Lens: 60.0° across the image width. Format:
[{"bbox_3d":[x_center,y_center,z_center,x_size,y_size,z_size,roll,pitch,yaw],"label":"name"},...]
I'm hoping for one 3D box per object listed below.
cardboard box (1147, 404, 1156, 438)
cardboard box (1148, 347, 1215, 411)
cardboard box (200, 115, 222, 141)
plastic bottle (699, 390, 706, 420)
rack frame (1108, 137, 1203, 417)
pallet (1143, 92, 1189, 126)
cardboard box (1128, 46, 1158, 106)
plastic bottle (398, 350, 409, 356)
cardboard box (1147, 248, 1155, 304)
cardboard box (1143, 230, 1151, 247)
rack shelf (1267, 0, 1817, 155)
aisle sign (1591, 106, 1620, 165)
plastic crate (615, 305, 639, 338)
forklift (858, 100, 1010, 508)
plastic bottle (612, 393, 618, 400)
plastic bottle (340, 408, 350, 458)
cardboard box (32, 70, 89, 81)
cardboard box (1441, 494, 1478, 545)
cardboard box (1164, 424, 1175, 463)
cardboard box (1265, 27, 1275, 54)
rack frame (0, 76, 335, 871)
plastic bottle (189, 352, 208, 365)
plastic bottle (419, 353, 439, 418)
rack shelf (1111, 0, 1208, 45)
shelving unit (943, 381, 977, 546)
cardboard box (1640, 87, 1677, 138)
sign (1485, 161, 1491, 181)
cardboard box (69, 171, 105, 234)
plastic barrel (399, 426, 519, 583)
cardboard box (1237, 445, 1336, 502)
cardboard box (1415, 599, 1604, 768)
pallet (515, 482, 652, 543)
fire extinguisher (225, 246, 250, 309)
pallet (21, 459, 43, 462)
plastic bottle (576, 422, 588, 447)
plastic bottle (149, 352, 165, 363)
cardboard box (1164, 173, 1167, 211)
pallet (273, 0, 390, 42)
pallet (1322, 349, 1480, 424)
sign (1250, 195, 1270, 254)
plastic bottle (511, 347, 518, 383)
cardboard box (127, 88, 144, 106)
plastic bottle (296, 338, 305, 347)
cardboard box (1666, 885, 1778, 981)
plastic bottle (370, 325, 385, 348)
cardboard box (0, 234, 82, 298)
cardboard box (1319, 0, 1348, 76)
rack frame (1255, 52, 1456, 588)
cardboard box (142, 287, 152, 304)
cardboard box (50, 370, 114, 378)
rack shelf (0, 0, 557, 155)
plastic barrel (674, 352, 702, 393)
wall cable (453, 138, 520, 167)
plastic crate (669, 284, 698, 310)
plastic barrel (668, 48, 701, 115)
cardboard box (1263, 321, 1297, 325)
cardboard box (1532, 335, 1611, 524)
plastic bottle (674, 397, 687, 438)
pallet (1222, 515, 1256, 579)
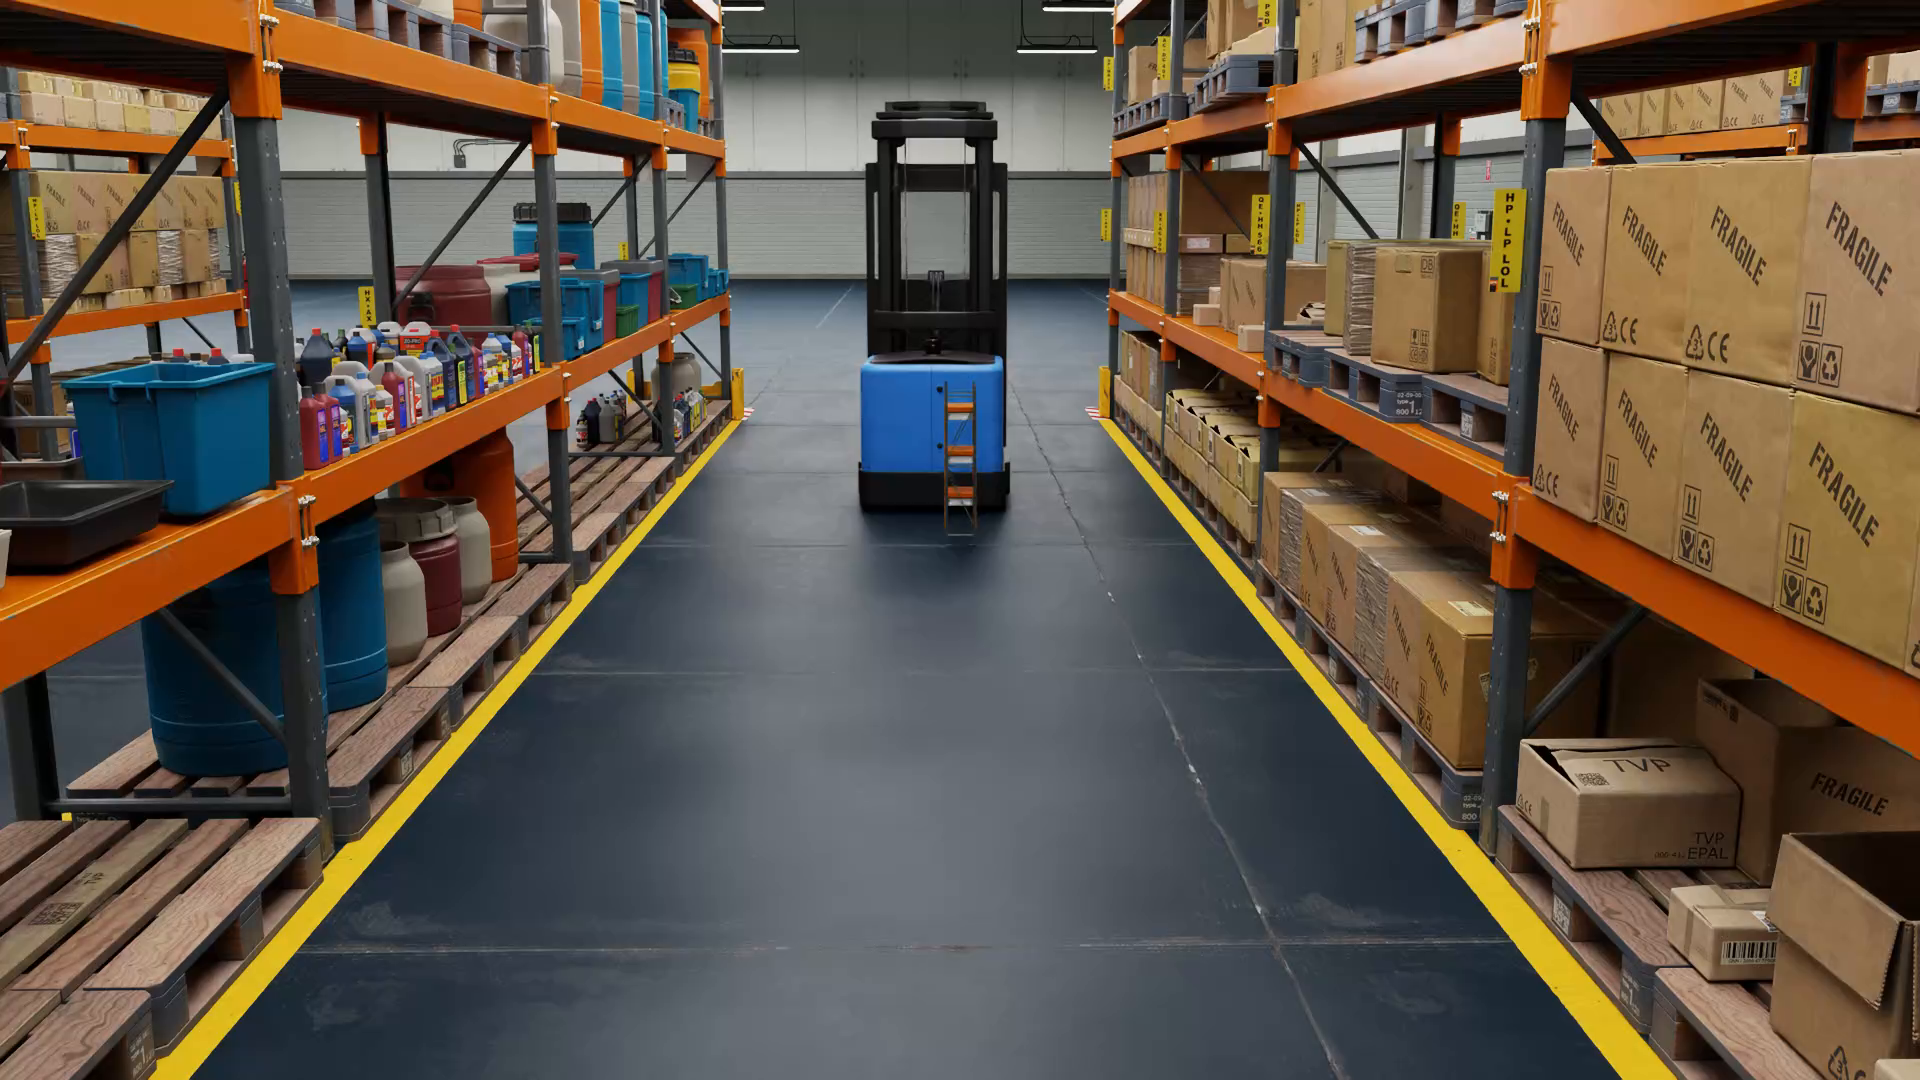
[{"bbox_3d":[1.912,-1.031,14.456,0.500,0.250,0.500,0,11,-1],"label":"cardboard box"},{"bbox_3d":[1.913,-1.399,14.382,0.500,0.500,0.500,0,11,-1],"label":"cardboard box"},{"bbox_3d":[-7.583,-4.039,16.256,0.500,0.250,0.500,0,11,0],"label":"cardboard box"},{"bbox_3d":[-2.398,-1.255,15.429,0.061,0.283,0.133,0,11,0],"label":"plastic bottle"},{"bbox_3d":[2.057,-2.777,17.204,1.000,3.000,0.127,0,11,-1],"label":"rack frame"},{"bbox_3d":[2.097,-3.578,13.830,1.003,0.211,1.213,0,11,-1],"label":"pallet"},{"bbox_3d":[1.818,-4.239,15.207,0.500,0.500,0.500,0,11,-1],"label":"cardboard box"},{"bbox_3d":[-2.423,-0.694,7.260,0.097,0.271,0.097,0,11,0],"label":"plastic bottle"},{"bbox_3d":[2.089,-2.426,15.219,0.700,0.500,0.500,0,11,1],"label":"cardboard box"},{"bbox_3d":[1.881,-2.760,15.234,0.380,0.149,0.250,0,11,-1],"label":"cardboard box"},{"bbox_3d":[2.264,-1.907,7.179,1.077,0.370,4.000,0,11,-1],"label":"rack shelf"},{"bbox_3d":[6.709,-4.085,17.114,0.394,0.787,0.004,0,11,-1],"label":"aisle sign"},{"bbox_3d":[-2.494,-1.514,11.508,0.450,0.188,0.662,0,11,-1],"label":"plastic crate"},{"bbox_3d":[-0.173,-1.915,13.125,1.130,2.935,3.031,0,11,1],"label":"forklift"},{"bbox_3d":[-3.162,-1.206,15.216,0.097,0.271,0.097,0,11,0],"label":"plastic bottle"},{"bbox_3d":[-2.251,-0.399,5.980,0.097,0.201,0.097,0,11,0],"label":"plastic bottle"},{"bbox_3d":[-8.086,-4.351,15.159,0.500,0.500,0.500,0,11,-1],"label":"cardboard box"},{"bbox_3d":[2.507,-0.145,7.526,0.500,0.250,0.500,0,11,-2],"label":"cardboard box"},{"bbox_3d":[1.901,-0.759,13.116,0.500,0.250,0.500,-1,11,-3],"label":"cardboard box"},{"bbox_3d":[2.128,-2.983,9.997,0.500,0.250,0.500,0,11,0],"label":"cardboard box"},{"bbox_3d":[-2.647,-0.372,5.349,1.000,3.000,0.127,0,11,-1],"label":"rack frame"},{"bbox_3d":[-2.849,-0.530,6.251,0.144,0.351,0.185,0,11,-1],"label":"plastic bottle"},{"bbox_3d":[-2.275,-0.656,7.072,0.097,0.271,0.097,0,11,0],"label":"plastic bottle"},{"bbox_3d":[2.099,-4.771,14.759,1.077,0.370,4.000,0,11,-1],"label":"rack shelf"},{"bbox_3d":[0.001,-0.504,10.902,0.215,1.050,0.252,0,11,-1],"label":"shelving unit"},{"bbox_3d":[6.757,-4.049,15.629,0.500,0.500,0.500,0,11,1],"label":"cardboard box"},{"bbox_3d":[7.852,-5.485,24.720,0.001,0.298,0.199,0,11,-1],"label":"sign"},{"bbox_3d":[-7.531,-2.817,13.884,0.500,0.500,0.500,0,11,-1],"label":"cardboard box"},{"bbox_3d":[-2.702,-0.212,8.963,0.600,0.830,0.708,0,11,-1],"label":"plastic barrel"},{"bbox_3d":[1.966,-0.423,10.049,0.500,0.311,0.500,0,11,0],"label":"cardboard box"},{"bbox_3d":[2.009,0.521,6.128,0.500,0.500,0.500,0,11,-1],"label":"cardboard box"},{"bbox_3d":[-2.729,-0.197,11.498,1.003,0.211,1.213,0,11,-1],"label":"pallet"},{"bbox_3d":[-7.388,-2.724,17.136,0.296,0.674,0.183,0,11,-1],"label":"fire extinguisher"},{"bbox_3d":[-7.747,-0.421,12.602,1.003,0.211,1.213,0,11,-1],"label":"pallet"},{"bbox_3d":[-3.131,-0.877,13.771,0.097,0.201,0.097,0,11,0],"label":"plastic bottle"},{"bbox_3d":[-2.993,-0.529,6.248,0.144,0.351,0.185,0,11,-1],"label":"plastic bottle"},{"bbox_3d":[2.113,-2.855,14.075,0.700,0.500,0.500,0,11,-1],"label":"cardboard box"},{"bbox_3d":[-2.761,-1.905,5.836,1.213,0.211,1.003,0,11,-1],"label":"pallet"},{"bbox_3d":[2.268,-0.706,7.479,1.003,0.211,1.213,0,11,-1],"label":"pallet"},{"bbox_3d":[1.668,-1.751,9.235,0.100,0.325,0.005,0,11,-1],"label":"sign"},{"bbox_3d":[-2.304,-0.903,8.466,0.097,0.201,0.097,0,11,0],"label":"plastic bottle"},{"bbox_3d":[-7.550,-3.962,14.874,0.380,0.149,0.250,-1,11,-4],"label":"cardboard box"},{"bbox_3d":[-3.066,-0.793,7.716,0.061,0.283,0.133,0,11,-1],"label":"plastic bottle"},{"bbox_3d":[2.126,1.037,4.421,0.380,0.166,0.250,0,11,-1],"label":"cardboard box"},{"bbox_3d":[-3.069,-0.994,8.737,0.097,0.271,0.097,0,11,0],"label":"plastic bottle"},{"bbox_3d":[-7.712,-2.227,13.490,0.875,0.500,0.500,0,11,-1],"label":"cardboard box"},{"bbox_3d":[2.276,-2.518,8.130,0.910,0.500,0.500,0,11,-1],"label":"cardboard box"},{"bbox_3d":[2.223,-1.187,9.365,1.000,3.000,0.127,0,11,-1],"label":"rack frame"},{"bbox_3d":[-7.563,-2.211,15.043,0.380,0.149,0.250,0,11,-1],"label":"cardboard box"},{"bbox_3d":[-7.843,-1.239,14.855,0.500,0.500,0.500,-1,12,-6],"label":"cardboard box"},{"bbox_3d":[-2.688,-1.887,7.082,1.077,0.370,4.000,0,11,-1],"label":"rack shelf"},{"bbox_3d":[-2.805,-1.614,16.669,0.421,0.512,0.421,0,11,0],"label":"plastic barrel"},{"bbox_3d":[-13.471,-13.730,47.552,2.305,6.003,0.169,0,11,-1],"label":"wall cable"},{"bbox_3d":[-2.558,-2.130,14.545,0.450,0.188,0.662,0,11,-1],"label":"plastic crate"},{"bbox_3d":[-2.744,-4.300,15.634,0.600,0.588,0.600,0,11,0],"label":"plastic barrel"},{"bbox_3d":[2.140,-1.317,10.638,0.380,0.149,0.250,1,11,3],"label":"cardboard box"},{"bbox_3d":[2.044,-0.338,4.931,0.500,0.500,0.500,0,11,0],"label":"cardboard box"},{"bbox_3d":[-2.414,-1.042,14.207,0.144,0.351,0.185,0,11,0],"label":"plastic bottle"},{"bbox_3d":[2.245,0.016,10.450,1.003,0.211,1.213,0,11,-1],"label":"pallet"}]
